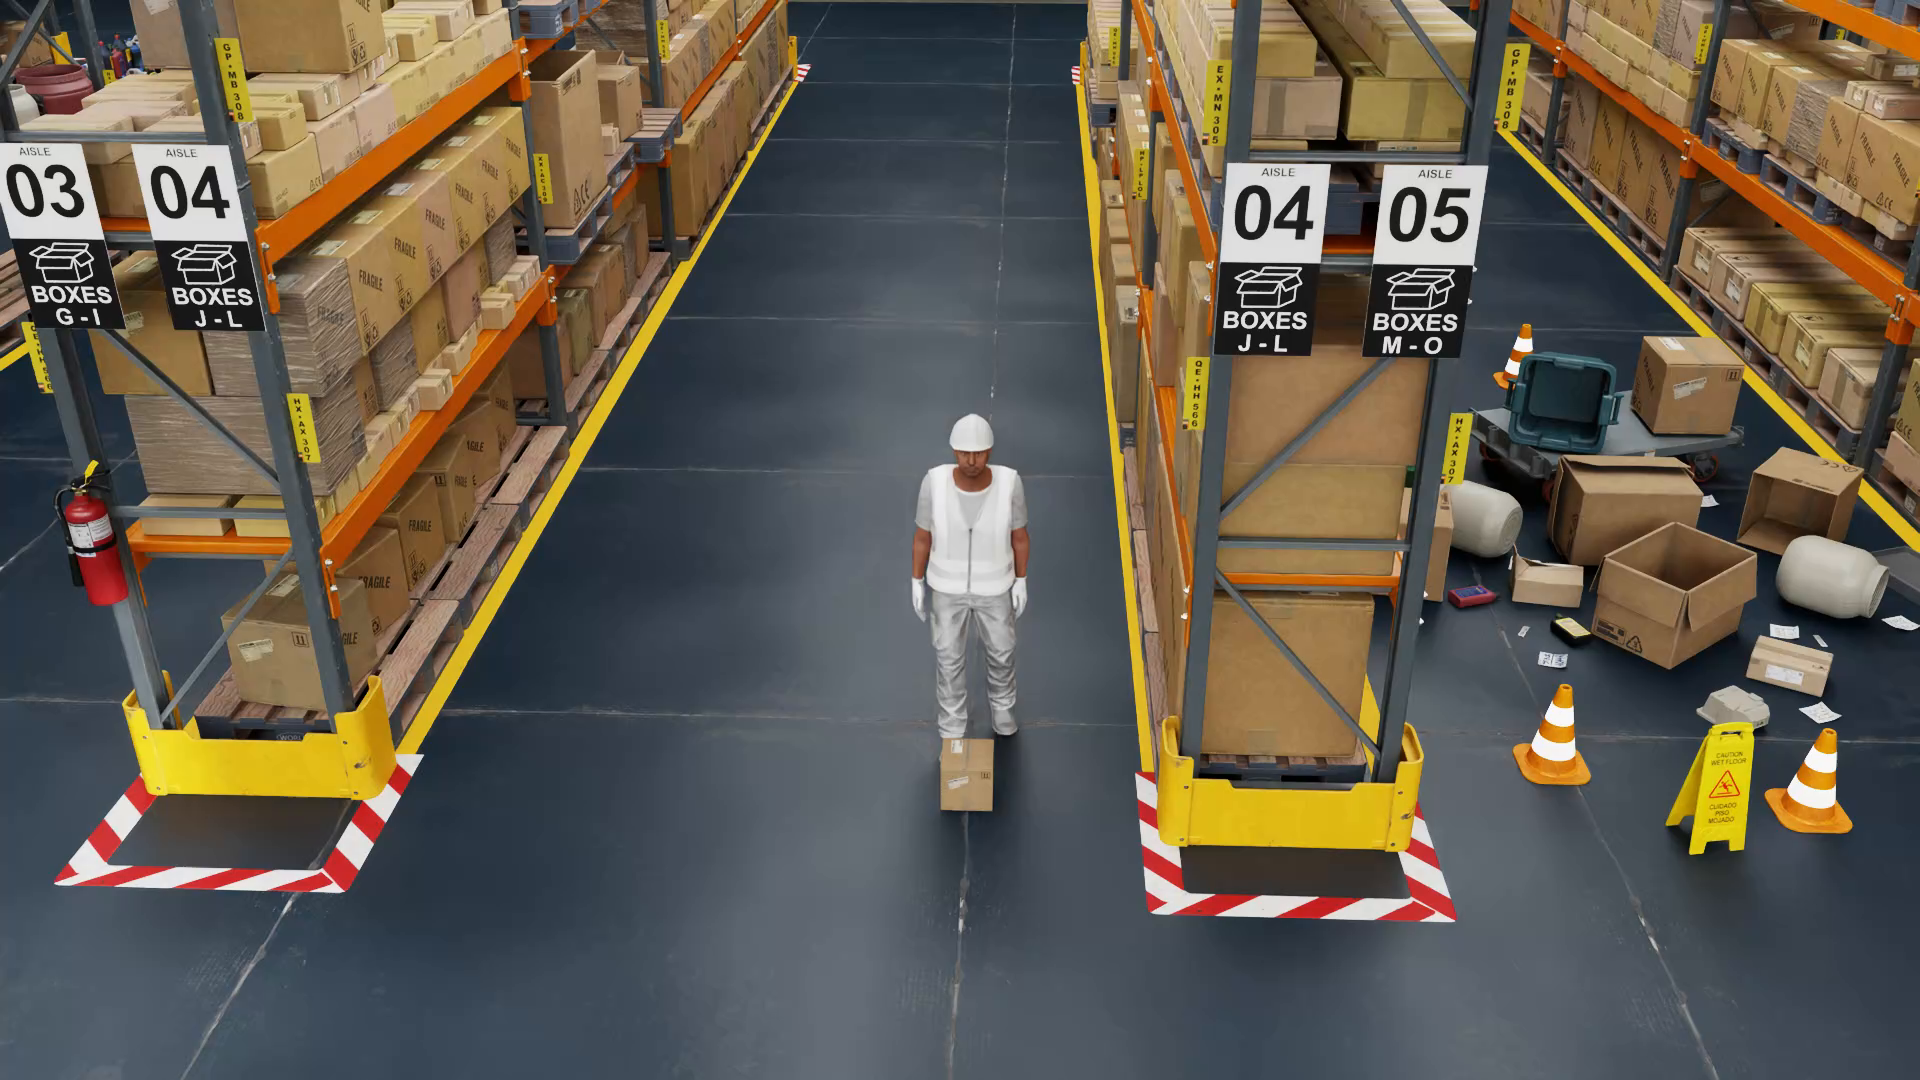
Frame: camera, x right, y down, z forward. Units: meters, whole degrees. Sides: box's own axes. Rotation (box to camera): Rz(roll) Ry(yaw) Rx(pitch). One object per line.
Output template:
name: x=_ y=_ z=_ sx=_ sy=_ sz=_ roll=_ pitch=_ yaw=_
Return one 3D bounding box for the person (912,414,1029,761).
person: x=0.049 y=0.241 z=8.140 sx=0.571 sy=1.803 sz=0.618 roll=1 pitch=28 yaw=2
